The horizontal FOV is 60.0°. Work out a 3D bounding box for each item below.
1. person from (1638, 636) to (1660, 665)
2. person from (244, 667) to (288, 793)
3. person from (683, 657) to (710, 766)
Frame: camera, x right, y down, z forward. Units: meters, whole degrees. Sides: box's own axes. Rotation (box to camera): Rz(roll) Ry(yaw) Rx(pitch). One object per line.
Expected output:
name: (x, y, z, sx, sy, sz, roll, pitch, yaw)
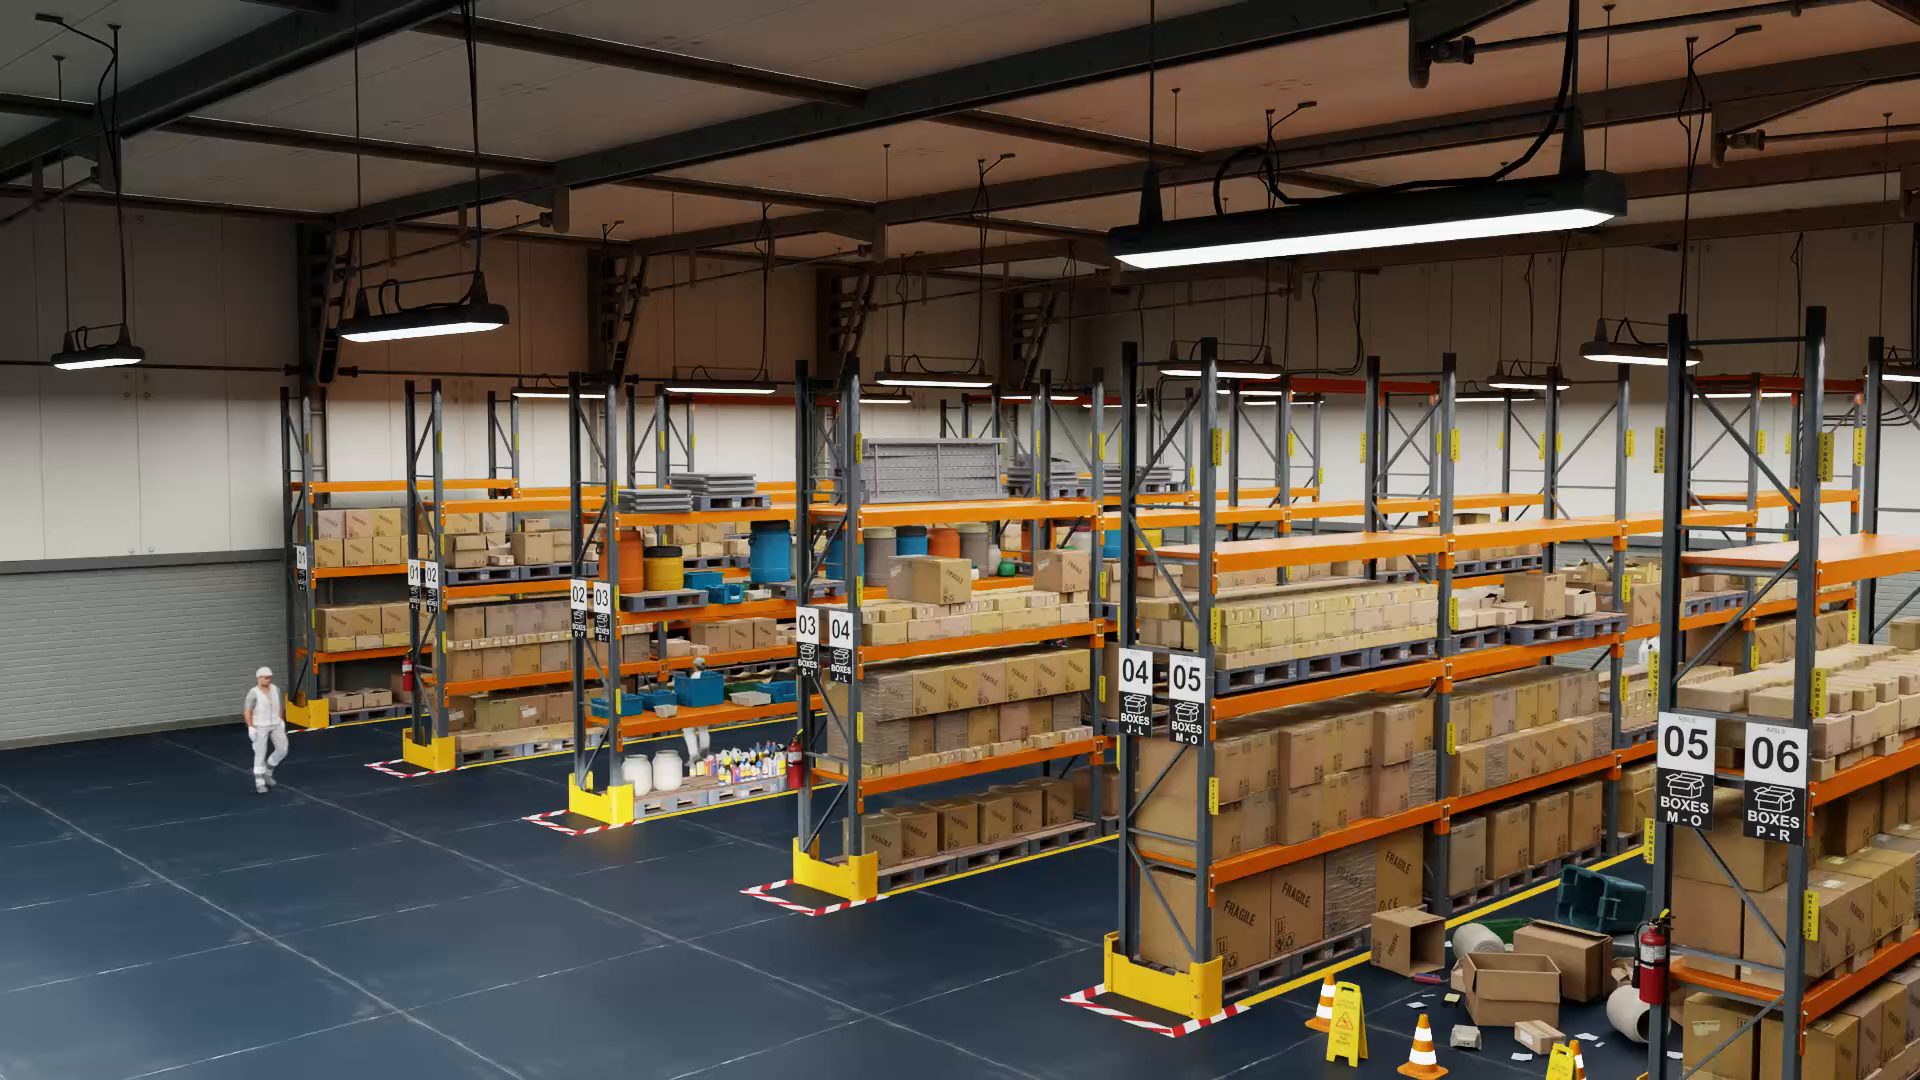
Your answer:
person: (12.551, 2.375, 30.192, 0.488, 1.724, 1.086, 3, 5, 43)
person: (-10.056, 2.728, 24.122, 0.535, 1.786, 0.674, 3, 5, 37)
person: (-4.106, 2.685, 26.037, 0.381, 1.709, 0.533, 3, 4, 35)
